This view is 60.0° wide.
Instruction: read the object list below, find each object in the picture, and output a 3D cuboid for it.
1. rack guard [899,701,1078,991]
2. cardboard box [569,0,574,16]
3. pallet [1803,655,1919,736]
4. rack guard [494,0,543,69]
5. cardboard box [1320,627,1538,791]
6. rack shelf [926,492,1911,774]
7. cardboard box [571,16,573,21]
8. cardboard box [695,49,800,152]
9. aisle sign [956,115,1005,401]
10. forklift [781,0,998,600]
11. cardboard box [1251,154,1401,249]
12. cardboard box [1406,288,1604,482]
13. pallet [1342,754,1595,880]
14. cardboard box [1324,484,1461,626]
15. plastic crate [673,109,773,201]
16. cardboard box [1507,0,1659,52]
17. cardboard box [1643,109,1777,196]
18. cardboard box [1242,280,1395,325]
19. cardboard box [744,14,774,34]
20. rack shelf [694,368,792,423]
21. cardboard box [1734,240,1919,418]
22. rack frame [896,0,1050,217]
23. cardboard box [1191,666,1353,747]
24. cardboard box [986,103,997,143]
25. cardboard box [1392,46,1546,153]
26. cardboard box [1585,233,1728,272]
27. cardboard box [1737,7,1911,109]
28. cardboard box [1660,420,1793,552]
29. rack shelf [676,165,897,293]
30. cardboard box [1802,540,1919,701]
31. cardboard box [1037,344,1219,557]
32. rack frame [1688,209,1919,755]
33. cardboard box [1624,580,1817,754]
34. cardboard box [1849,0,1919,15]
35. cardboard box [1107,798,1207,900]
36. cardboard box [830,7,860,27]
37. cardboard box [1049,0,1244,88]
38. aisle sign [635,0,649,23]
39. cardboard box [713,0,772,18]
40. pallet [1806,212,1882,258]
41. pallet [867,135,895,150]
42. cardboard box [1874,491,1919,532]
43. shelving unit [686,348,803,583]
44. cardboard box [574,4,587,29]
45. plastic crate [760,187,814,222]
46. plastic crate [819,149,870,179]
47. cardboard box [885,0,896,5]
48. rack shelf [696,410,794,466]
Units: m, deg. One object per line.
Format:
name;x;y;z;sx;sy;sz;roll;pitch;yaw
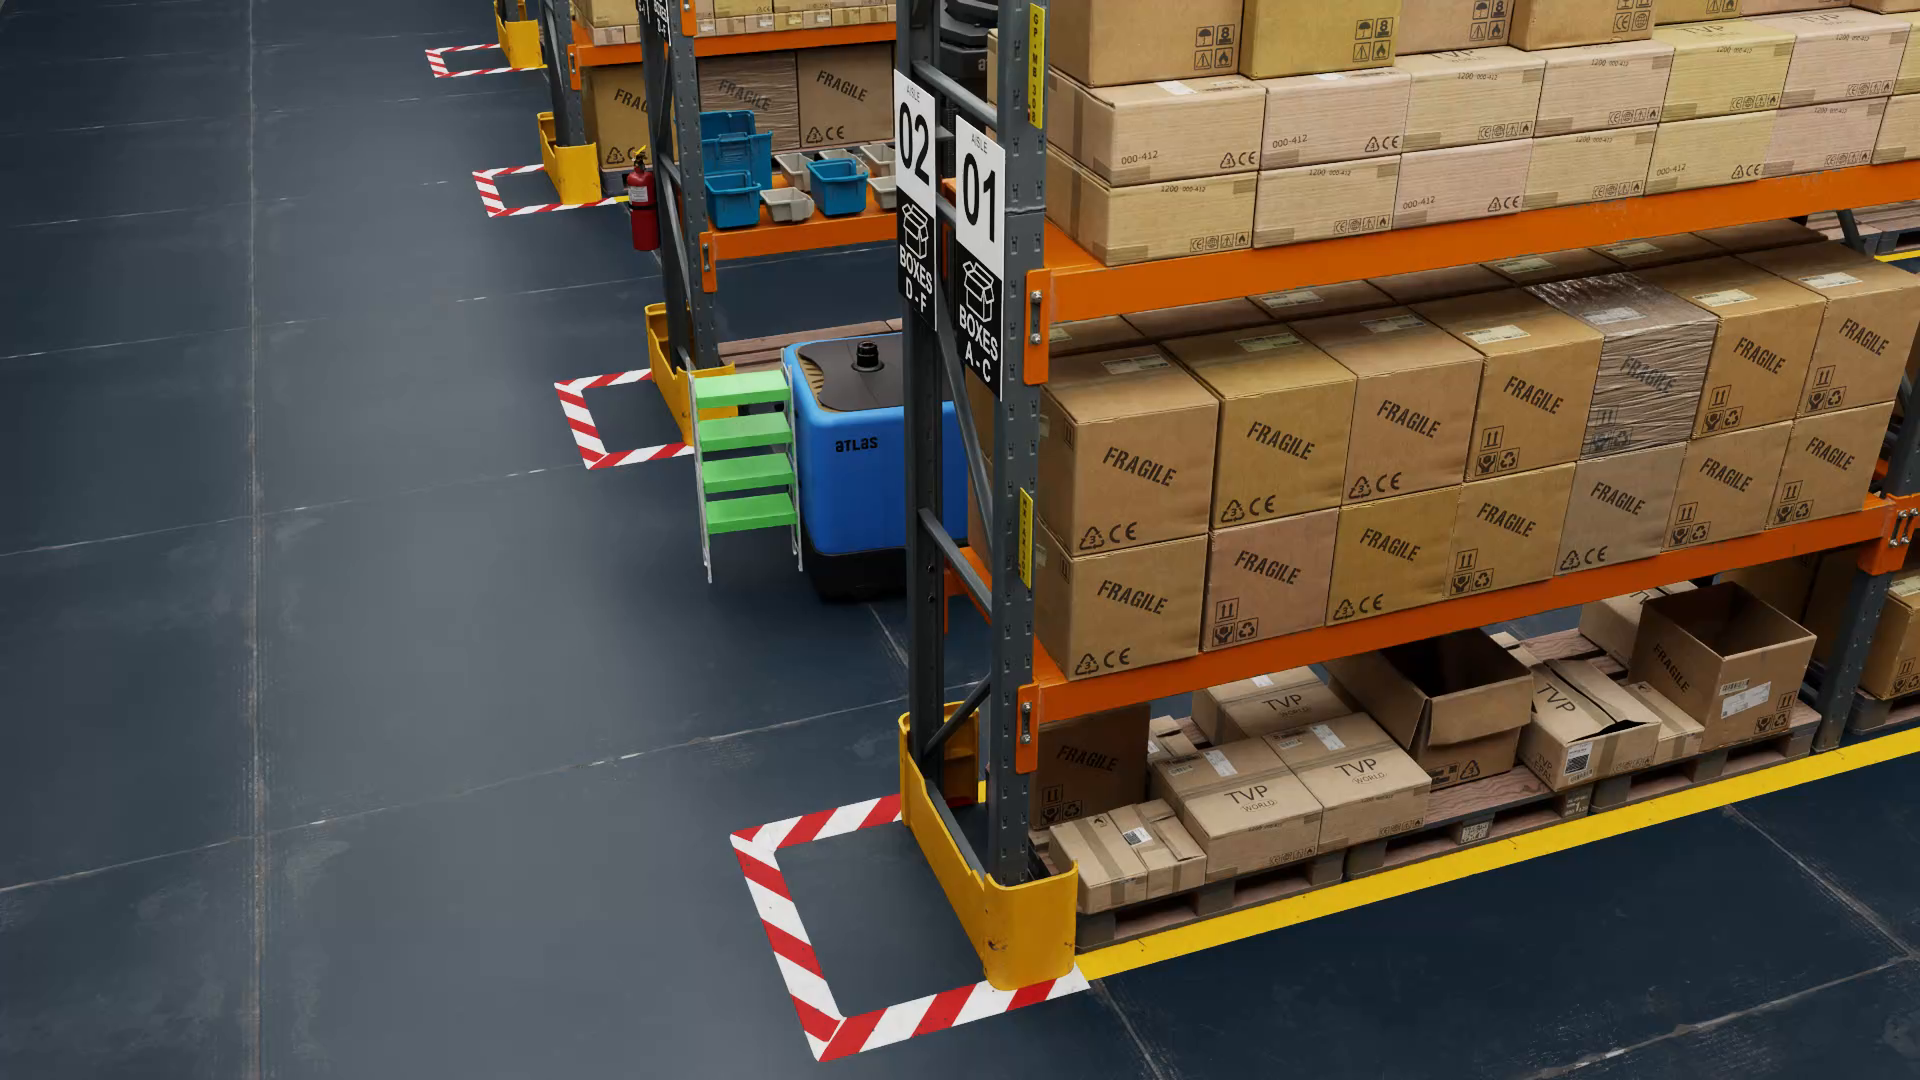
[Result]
rack guard;0.091;1.192;6.654;0.348;0.500;1.175;-10;31;-18
cardboard box;-4.456;-5.932;18.486;0.250;0.149;0.380;-12;32;-20
pallet;4.518;0.482;8.191;1.213;0.211;1.003;-10;31;-18
rack guard;-4.994;-5.724;18.792;0.348;0.500;1.175;-10;31;-18
cardboard box;2.010;0.648;7.159;0.637;0.503;0.797;-10;31;-18
rack shelf;1.895;0.086;6.796;4.000;0.370;1.077;-10;31;-18
cardboard box;-4.485;-5.841;18.628;0.250;0.149;0.380;-9;31;-16
cardboard box;-2.006;-4.042;15.037;0.875;0.875;0.875;-10;31;-18
aisle sign;0.059;-0.863;5.108;0.004;0.787;0.394;-10;31;-18
forklift;0.604;-1.351;8.660;3.031;2.935;1.130;-7;30;-13
cardboard box;1.063;-1.171;5.396;0.500;0.250;0.500;-10;31;-18
cardboard box;1.962;-0.580;6.126;0.500;0.500;0.500;-11;31;-18
pallet;1.980;0.970;7.334;1.213;0.211;1.003;-10;31;-18
cardboard box;1.481;-0.056;6.217;0.500;0.500;0.500;-11;31;-18
plastic crate;-1.455;-2.366;10.277;0.499;0.435;0.616;-10;31;-18
cardboard box;1.926;-1.985;5.563;0.500;0.500;0.700;-10;31;-18
cardboard box;2.468;-1.431;5.853;0.500;0.250;0.500;-10;31;-18
cardboard box;1.299;-0.743;6.413;0.500;0.500;0.500;-10;31;-16
cardboard box;-1.779;-4.500;14.373;0.250;0.149;0.380;-11;31;-18
rack shelf;-1.120;-0.741;8.497;0.480;0.148;0.258;-7;30;-13
cardboard box;3.385;-0.842;6.587;0.500;0.500;0.500;-10;31;-17
rack frame;0.020;-2.488;4.527;0.127;3.000;1.000;-10;31;-18
cardboard box;1.345;0.764;7.212;0.500;0.250;0.500;-10;31;-18
cardboard box;0.410;-1.331;5.677;0.500;0.250;0.500;-10;31;-18
cardboard box;1.530;-1.477;5.429;0.500;0.250;0.500;-10;31;-18
cardboard box;2.746;-1.010;6.881;0.500;0.500;0.500;-11;32;-19
cardboard box;2.938;-1.733;5.877;0.500;0.250;0.500;-10;31;-18
cardboard box;2.907;-0.320;6.681;0.500;0.500;0.500;-10;31;-16
rack shelf;0.171;-2.213;10.831;4.000;0.370;1.077;-10;31;-18
cardboard box;4.307;0.353;7.682;0.500;0.500;0.500;-12;32;-20
cardboard box;0.528;-0.314;5.659;0.500;0.500;0.500;-9;31;-16
rack frame;3.769;-0.572;7.224;0.127;3.000;1.000;-10;31;-18
cardboard box;3.334;0.553;7.330;0.500;0.500;0.500;-10;31;-18
cardboard box;3.327;-2.251;6.030;0.500;0.500;0.700;-10;31;-18
cardboard box;0.767;1.202;6.527;0.250;0.166;0.380;-10;31;-18
cardboard box;-1.058;-4.633;14.605;0.250;0.149;0.380;-11;31;-18
cardboard box;0.496;-1.759;5.166;0.500;0.500;0.700;-10;31;-18
aisle sign;-1.873;-3.433;9.620;0.004;0.787;0.394;-10;31;-18
cardboard box;-1.930;-4.678;14.281;0.500;0.250;0.500;-11;32;-19
pallet;6.534;-2.465;13.364;1.213;0.211;1.003;-10;31;-18
pallet;-0.422;-3.862;15.816;1.213;0.211;1.003;-10;31;-18
cardboard box;4.598;0.023;8.259;0.500;0.500;0.500;-10;31;-17
shelving unit;-1.120;-0.379;8.703;0.503;1.200;0.258;-7;30;-13
cardboard box;-3.212;-4.583;14.518;0.250;0.149;0.380;-10;31;-17
plastic crate;-1.028;-1.999;9.934;0.298;0.136;0.250;-10;31;-18
plastic crate;-0.726;-2.360;10.568;0.243;0.136;0.396;-10;31;-18
cardboard box;-0.488;-4.944;14.749;0.500;0.250;0.500;-9;31;-16
rack shelf;-1.120;-0.532;8.616;0.480;0.148;0.258;-7;30;-13
